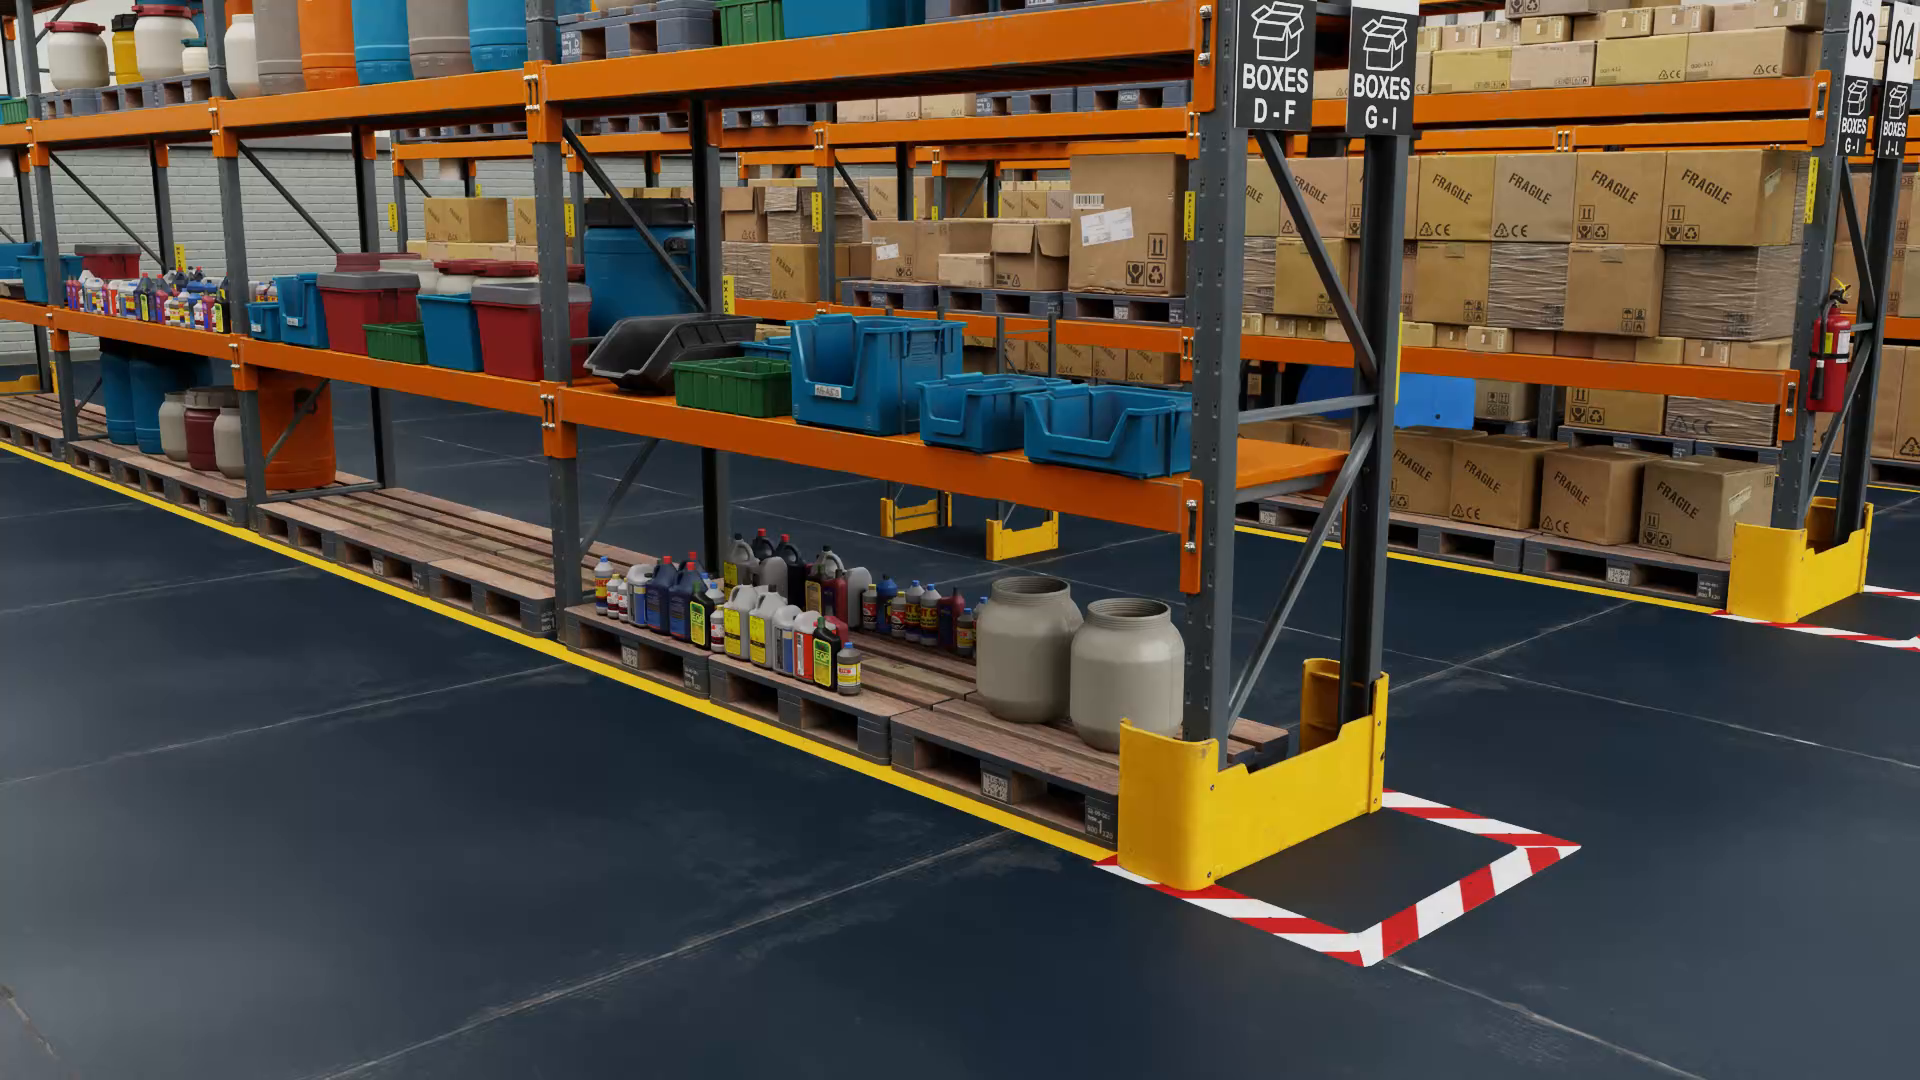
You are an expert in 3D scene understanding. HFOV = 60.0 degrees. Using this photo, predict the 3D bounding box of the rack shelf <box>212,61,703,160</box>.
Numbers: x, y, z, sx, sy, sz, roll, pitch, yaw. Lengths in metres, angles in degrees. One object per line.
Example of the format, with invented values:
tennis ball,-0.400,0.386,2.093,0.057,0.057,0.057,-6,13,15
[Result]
rack shelf,-3.012,-2.420,9.575,1.077,0.370,4.000,-11,16,-43

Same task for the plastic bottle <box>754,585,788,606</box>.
plastic bottle,-0.860,0.348,7.449,0.152,0.276,0.135,-11,16,-43

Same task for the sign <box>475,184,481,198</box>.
sign,-5.934,-4.210,20.455,0.100,0.325,0.005,-11,16,-43

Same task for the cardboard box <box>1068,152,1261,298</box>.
cardboard box,1.504,-2.337,12.293,1.000,1.000,1.000,-11,16,-42

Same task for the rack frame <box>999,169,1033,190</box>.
rack frame,0.831,-4.834,26.942,1.000,3.000,0.127,-11,16,-43

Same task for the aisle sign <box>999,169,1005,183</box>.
aisle sign,0.572,-6.078,26.534,0.394,0.787,0.004,-11,16,-43

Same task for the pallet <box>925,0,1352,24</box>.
pallet,0.631,-1.939,5.923,1.003,0.211,1.213,-11,16,-43

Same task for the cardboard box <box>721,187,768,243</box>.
cardboard box,-1.753,-3.030,15.453,0.797,0.503,0.637,-10,16,-41

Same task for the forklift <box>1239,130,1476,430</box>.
forklift,3.027,-2.188,14.269,1.130,2.935,3.031,-6,13,-28

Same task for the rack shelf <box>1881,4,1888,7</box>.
rack shelf,10.500,-5.375,16.492,1.077,0.370,4.000,-11,16,-43

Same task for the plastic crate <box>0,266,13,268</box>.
plastic crate,-9.077,-2.436,15.569,0.416,0.233,0.300,-11,16,-43

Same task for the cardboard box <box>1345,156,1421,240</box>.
cardboard box,2.769,-2.139,10.399,0.500,0.500,0.500,-11,16,-43

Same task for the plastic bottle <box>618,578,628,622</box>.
plastic bottle,-1.588,0.281,7.960,0.097,0.201,0.097,0,12,0

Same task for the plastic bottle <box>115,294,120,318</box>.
plastic bottle,-6.412,-1.805,12.733,0.097,0.201,0.097,0,12,0

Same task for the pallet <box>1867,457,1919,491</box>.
pallet,7.762,-0.535,12.983,1.003,0.211,1.213,-11,16,-43

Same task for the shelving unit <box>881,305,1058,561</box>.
shelving unit,0.053,-0.723,10.706,0.587,1.500,1.083,-11,16,-43

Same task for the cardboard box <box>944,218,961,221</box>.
cardboard box,0.023,-3.798,20.021,0.380,0.149,0.250,-10,15,-40

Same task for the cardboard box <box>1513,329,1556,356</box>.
cardboard box,3.492,-1.188,9.867,0.380,0.149,0.250,-11,16,-43

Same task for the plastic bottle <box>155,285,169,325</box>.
plastic bottle,-5.771,-1.705,12.041,0.061,0.283,0.133,-11,16,-43

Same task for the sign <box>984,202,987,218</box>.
sign,0.426,-5.220,26.475,0.100,0.325,0.005,-11,16,-43

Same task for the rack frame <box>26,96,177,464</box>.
rack frame,-7.156,-2.179,14.055,1.000,3.000,0.127,-11,16,-43

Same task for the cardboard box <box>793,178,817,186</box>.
cardboard box,-1.865,-4.560,22.147,0.500,0.500,0.500,-11,16,-44

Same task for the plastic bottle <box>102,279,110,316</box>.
plastic bottle,-6.598,-1.879,12.890,0.061,0.283,0.133,-11,16,-43

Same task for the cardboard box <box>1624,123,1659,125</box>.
cardboard box,7.913,-4.898,19.151,0.500,0.250,0.500,-11,16,-42

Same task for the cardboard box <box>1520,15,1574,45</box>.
cardboard box,3.403,-2.897,9.489,0.250,0.149,0.380,11,16,42

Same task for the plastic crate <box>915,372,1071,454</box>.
plastic crate,0.125,-0.482,6.186,0.499,0.251,0.408,-11,16,-43

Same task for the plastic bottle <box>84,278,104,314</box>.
plastic bottle,-6.859,-1.944,13.223,0.152,0.276,0.135,-11,16,-43

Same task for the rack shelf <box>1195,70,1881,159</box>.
rack shelf,3.332,-2.527,10.092,1.077,0.370,4.000,-11,16,-43

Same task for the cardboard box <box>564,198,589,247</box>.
cardboard box,-4.084,-3.339,17.460,0.500,0.500,0.500,-10,15,-41

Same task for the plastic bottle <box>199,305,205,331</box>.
plastic bottle,-5.207,-1.551,11.497,0.097,0.201,0.097,0,12,0

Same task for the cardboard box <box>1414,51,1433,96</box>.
cardboard box,2.781,-2.846,10.228,0.500,0.250,0.500,11,16,43

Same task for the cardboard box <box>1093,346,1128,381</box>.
cardboard box,1.846,-2.079,18.725,0.500,0.500,0.500,-10,15,-40

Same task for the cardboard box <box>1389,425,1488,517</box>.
cardboard box,3.085,-0.457,10.851,0.500,0.500,0.500,10,15,40

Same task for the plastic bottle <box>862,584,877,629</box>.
plastic bottle,-0.412,0.310,7.817,0.097,0.201,0.097,0,12,0

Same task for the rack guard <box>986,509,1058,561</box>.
rack guard,0.397,-0.039,10.479,0.587,0.250,0.087,-11,16,-43

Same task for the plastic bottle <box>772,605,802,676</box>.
plastic bottle,-0.704,0.423,7.085,0.135,0.276,0.152,11,16,44

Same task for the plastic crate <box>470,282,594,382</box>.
plastic crate,-2.187,-1.071,8.518,0.402,0.464,0.583,-11,16,-43

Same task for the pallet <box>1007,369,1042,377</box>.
pallet,0.622,-2.067,20.419,1.003,0.211,1.213,-11,16,-43

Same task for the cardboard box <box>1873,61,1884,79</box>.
cardboard box,7.019,-3.582,12.765,0.380,0.149,0.250,-11,16,-42

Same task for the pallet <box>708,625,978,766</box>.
pallet,-0.351,0.636,7.301,1.003,0.211,1.213,-11,16,-43

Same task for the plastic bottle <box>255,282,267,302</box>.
plastic bottle,-5.316,-1.830,12.679,0.097,0.271,0.097,0,12,0

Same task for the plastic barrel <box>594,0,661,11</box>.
plastic barrel,-1.476,-2.651,7.594,0.421,0.512,0.421,0,12,0

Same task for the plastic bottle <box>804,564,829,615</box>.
plastic bottle,-0.679,0.250,7.905,0.061,0.283,0.133,-11,16,-43

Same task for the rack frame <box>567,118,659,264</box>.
rack frame,-3.574,-2.869,17.405,1.000,3.000,0.127,-11,16,-43

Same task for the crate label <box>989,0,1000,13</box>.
crate label,0.077,-2.143,6.817,0.502,0.251,0.408,-11,16,-43

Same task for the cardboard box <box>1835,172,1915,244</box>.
cardboard box,7.407,-2.625,13.169,0.875,0.550,0.550,-11,16,-43

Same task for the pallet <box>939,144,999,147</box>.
pallet,0.433,-4.818,19.896,1.213,0.211,1.003,-11,16,-43

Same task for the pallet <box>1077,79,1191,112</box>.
pallet,1.602,-3.184,11.964,1.213,0.211,1.003,-11,16,-43

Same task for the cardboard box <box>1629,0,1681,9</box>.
cardboard box,3.883,-3.281,9.746,0.500,0.500,0.500,-11,16,-43

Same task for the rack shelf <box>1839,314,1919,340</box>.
rack shelf,6.989,-1.734,13.677,1.077,0.370,4.000,-11,16,-43

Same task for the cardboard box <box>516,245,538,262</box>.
cardboard box,-4.427,-3.045,17.891,0.500,0.250,0.500,-10,15,-41

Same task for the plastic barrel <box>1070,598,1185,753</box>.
plastic barrel,0.621,0.500,6.178,0.421,0.512,0.421,0,12,0

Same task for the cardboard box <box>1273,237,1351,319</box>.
cardboard box,2.537,-1.744,10.960,0.875,0.500,0.500,-11,16,-43

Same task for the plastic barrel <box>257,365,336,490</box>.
plastic barrel,-4.744,-0.807,11.733,0.600,0.830,0.708,-11,16,-43
